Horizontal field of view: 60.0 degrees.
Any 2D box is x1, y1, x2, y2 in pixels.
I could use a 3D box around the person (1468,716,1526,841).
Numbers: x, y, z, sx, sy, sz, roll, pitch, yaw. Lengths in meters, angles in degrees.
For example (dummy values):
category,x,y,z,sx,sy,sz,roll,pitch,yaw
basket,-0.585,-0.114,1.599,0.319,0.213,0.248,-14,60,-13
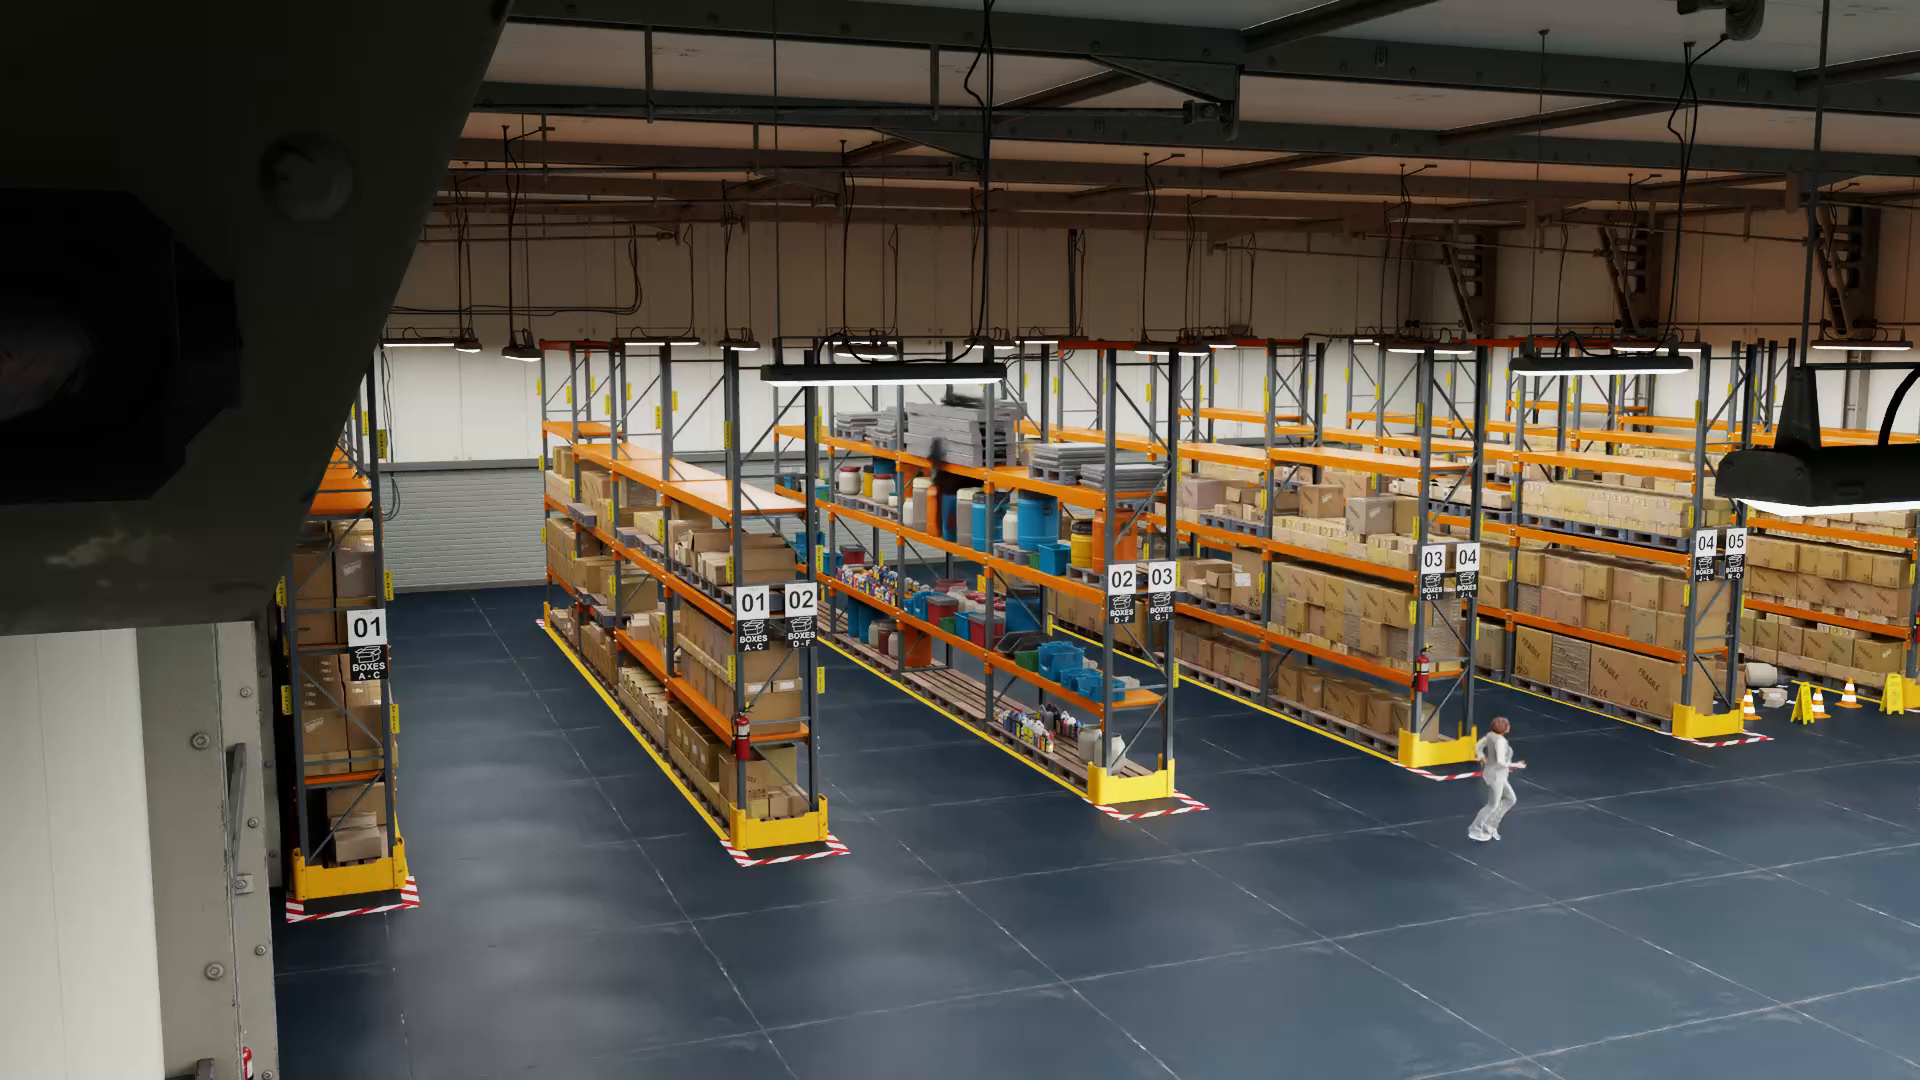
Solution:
category,x,y,z,sx,sy,sz,roll,pitch,yaw
person,6.545,2.925,20.253,0.649,1.572,0.527,1,8,9
